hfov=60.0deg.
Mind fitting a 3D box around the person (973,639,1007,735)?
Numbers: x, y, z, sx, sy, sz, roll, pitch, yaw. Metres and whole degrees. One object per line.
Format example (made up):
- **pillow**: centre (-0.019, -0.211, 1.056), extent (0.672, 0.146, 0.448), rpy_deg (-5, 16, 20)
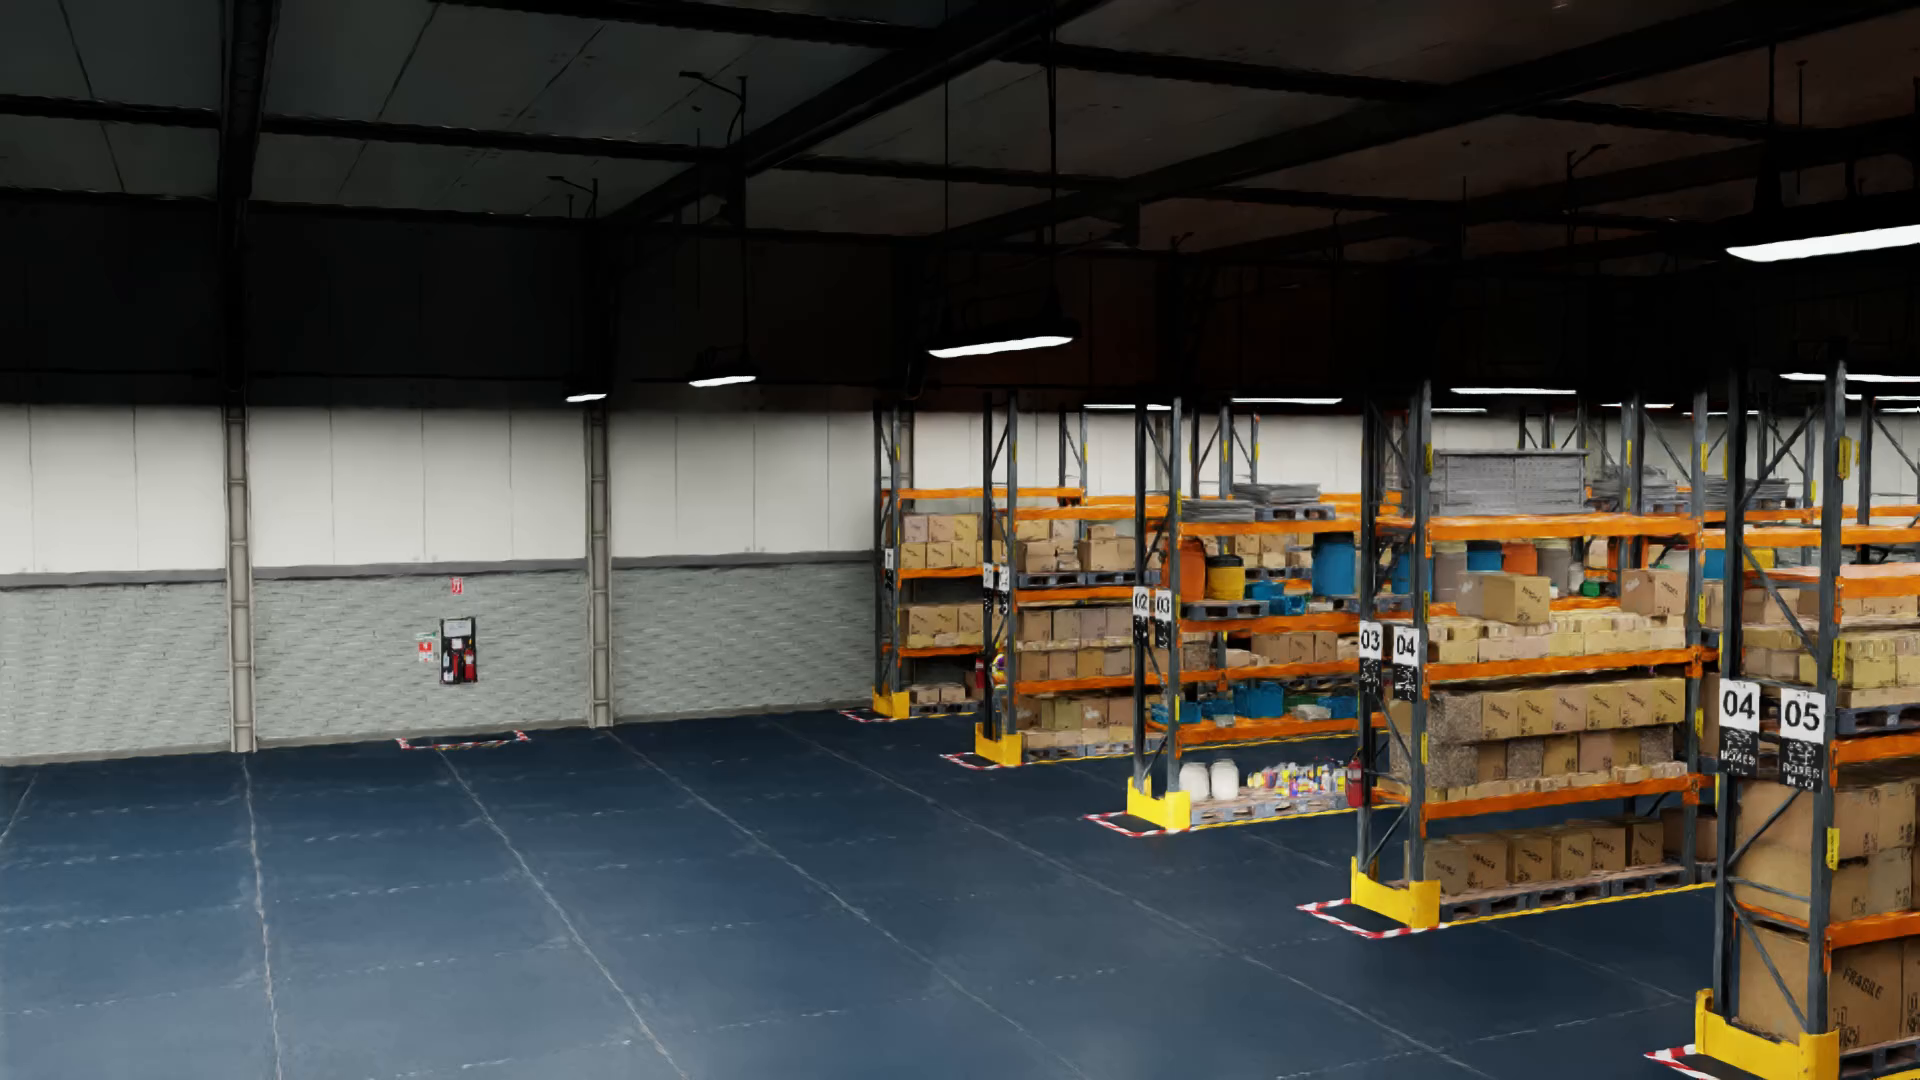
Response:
- **person**: centre (0.686, 2.599, 29.412), extent (0.830, 1.702, 0.738), rpy_deg (-1, 4, -19)
